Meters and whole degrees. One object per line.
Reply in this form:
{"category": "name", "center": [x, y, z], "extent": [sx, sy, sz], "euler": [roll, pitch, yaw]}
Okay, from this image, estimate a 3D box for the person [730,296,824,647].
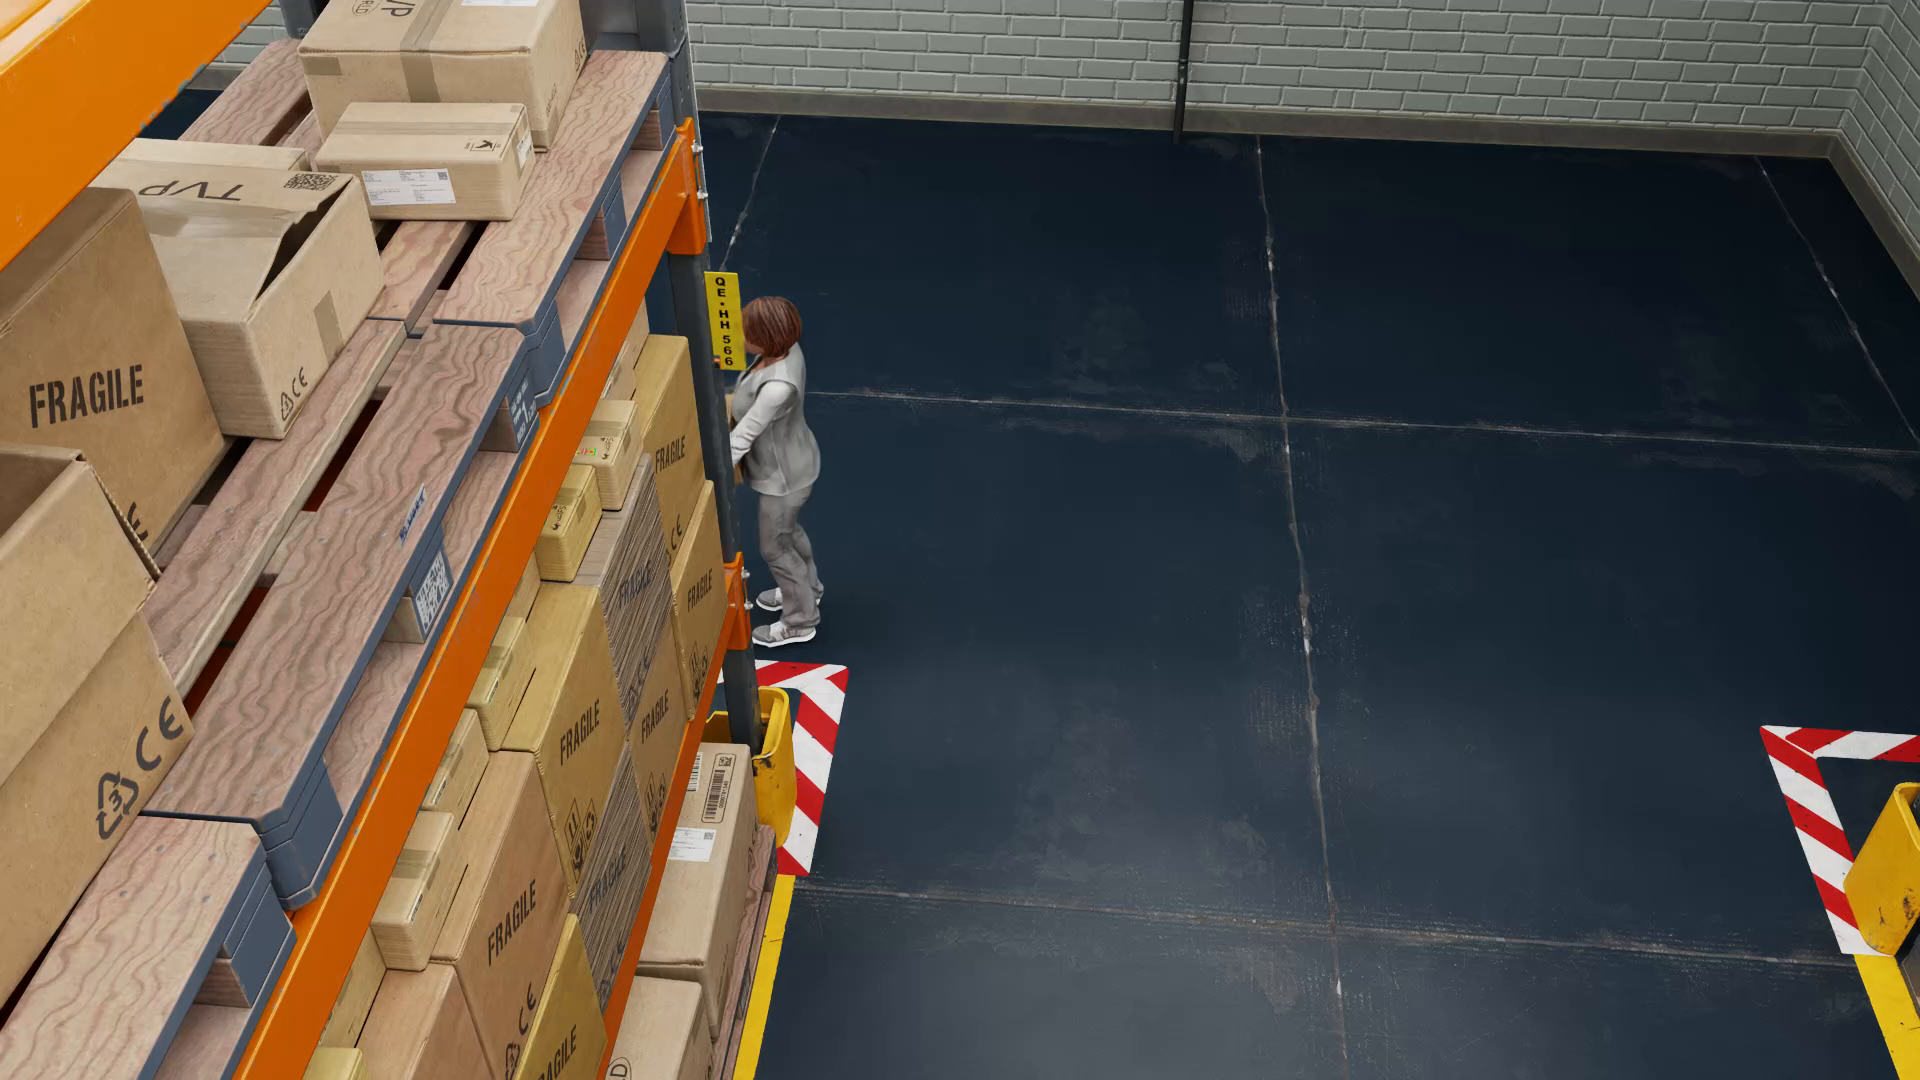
{"category": "person", "center": [-0.789, -0.255, 6.472], "extent": [0.500, 1.590, 0.375], "euler": [-1, 41, -1]}
